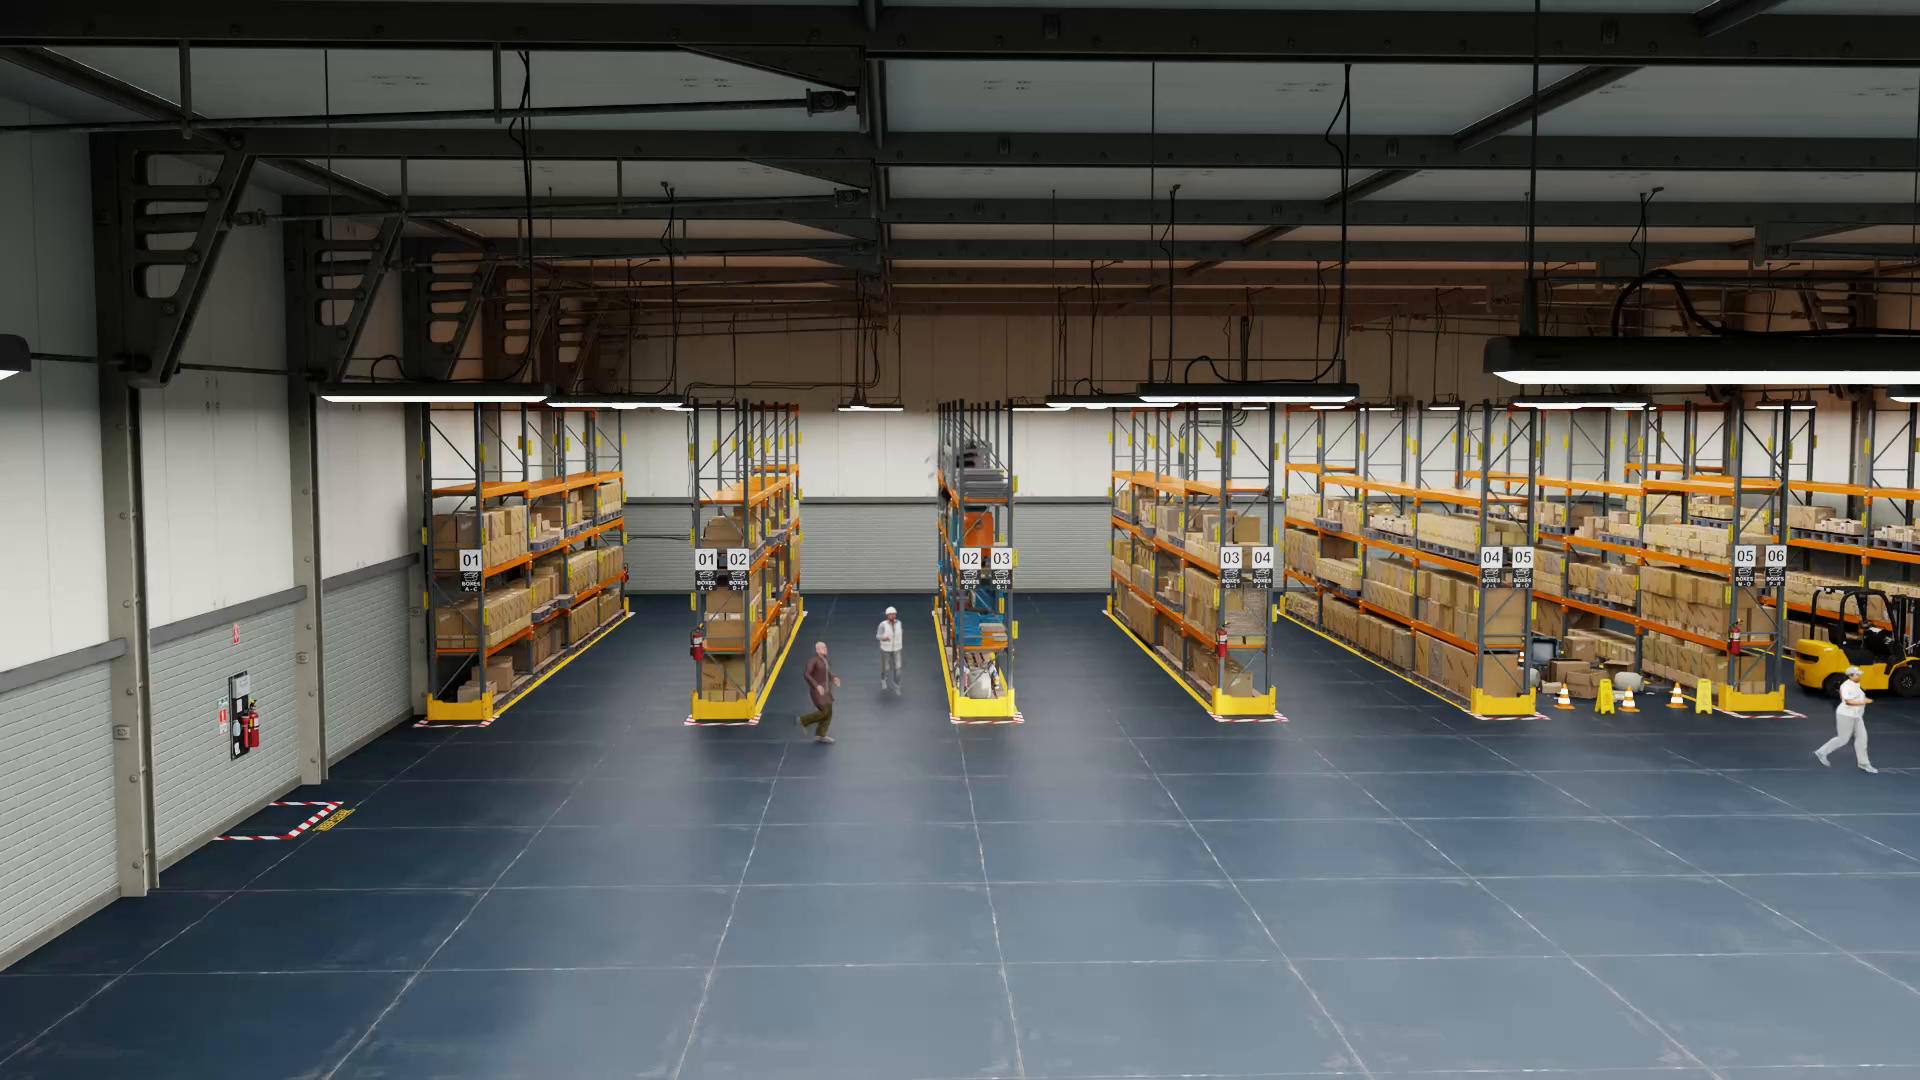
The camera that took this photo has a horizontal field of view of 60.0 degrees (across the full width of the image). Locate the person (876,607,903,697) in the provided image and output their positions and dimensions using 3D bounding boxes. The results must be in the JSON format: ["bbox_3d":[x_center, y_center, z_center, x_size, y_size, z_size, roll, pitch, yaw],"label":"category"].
[{"bbox_3d":[-1.428,2.253,34.036,0.622,1.803,0.900,-1,5,-16],"label":"person"}]

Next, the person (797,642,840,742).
[{"bbox_3d":[-2.470,2.649,29.118,0.691,1.751,0.706,2,5,24],"label":"person"}]

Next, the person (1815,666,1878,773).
[{"bbox_3d":[14.226,2.849,26.638,0.902,1.673,0.632,4,6,42],"label":"person"}]

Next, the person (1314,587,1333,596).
[{"bbox_3d":[10.747,1.121,49.491,0.967,1.668,0.539,-2,5,-20],"label":"person"}]
